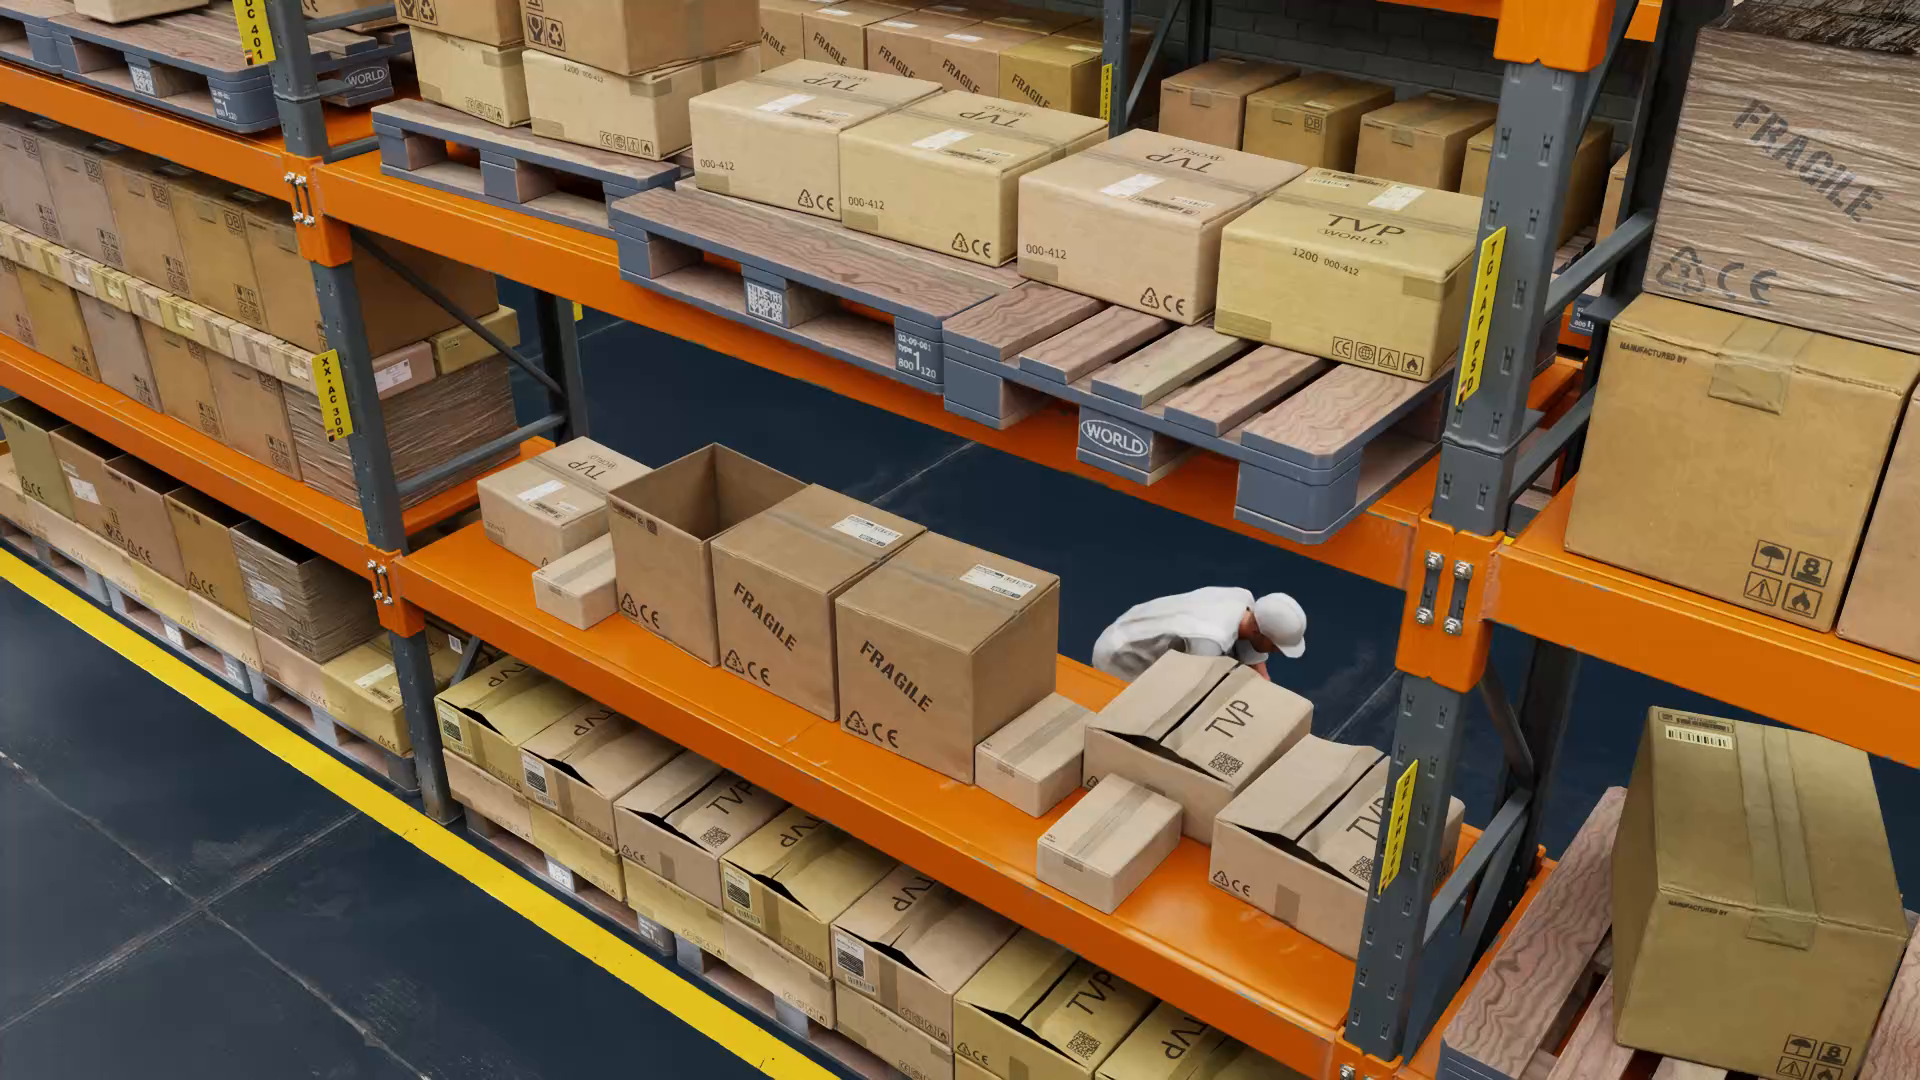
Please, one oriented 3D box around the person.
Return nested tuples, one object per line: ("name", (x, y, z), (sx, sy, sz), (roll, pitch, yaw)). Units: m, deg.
("person", (0.995, 0.572, 6.927), (0.892, 0.997, 0.531), (20, 36, 30))
